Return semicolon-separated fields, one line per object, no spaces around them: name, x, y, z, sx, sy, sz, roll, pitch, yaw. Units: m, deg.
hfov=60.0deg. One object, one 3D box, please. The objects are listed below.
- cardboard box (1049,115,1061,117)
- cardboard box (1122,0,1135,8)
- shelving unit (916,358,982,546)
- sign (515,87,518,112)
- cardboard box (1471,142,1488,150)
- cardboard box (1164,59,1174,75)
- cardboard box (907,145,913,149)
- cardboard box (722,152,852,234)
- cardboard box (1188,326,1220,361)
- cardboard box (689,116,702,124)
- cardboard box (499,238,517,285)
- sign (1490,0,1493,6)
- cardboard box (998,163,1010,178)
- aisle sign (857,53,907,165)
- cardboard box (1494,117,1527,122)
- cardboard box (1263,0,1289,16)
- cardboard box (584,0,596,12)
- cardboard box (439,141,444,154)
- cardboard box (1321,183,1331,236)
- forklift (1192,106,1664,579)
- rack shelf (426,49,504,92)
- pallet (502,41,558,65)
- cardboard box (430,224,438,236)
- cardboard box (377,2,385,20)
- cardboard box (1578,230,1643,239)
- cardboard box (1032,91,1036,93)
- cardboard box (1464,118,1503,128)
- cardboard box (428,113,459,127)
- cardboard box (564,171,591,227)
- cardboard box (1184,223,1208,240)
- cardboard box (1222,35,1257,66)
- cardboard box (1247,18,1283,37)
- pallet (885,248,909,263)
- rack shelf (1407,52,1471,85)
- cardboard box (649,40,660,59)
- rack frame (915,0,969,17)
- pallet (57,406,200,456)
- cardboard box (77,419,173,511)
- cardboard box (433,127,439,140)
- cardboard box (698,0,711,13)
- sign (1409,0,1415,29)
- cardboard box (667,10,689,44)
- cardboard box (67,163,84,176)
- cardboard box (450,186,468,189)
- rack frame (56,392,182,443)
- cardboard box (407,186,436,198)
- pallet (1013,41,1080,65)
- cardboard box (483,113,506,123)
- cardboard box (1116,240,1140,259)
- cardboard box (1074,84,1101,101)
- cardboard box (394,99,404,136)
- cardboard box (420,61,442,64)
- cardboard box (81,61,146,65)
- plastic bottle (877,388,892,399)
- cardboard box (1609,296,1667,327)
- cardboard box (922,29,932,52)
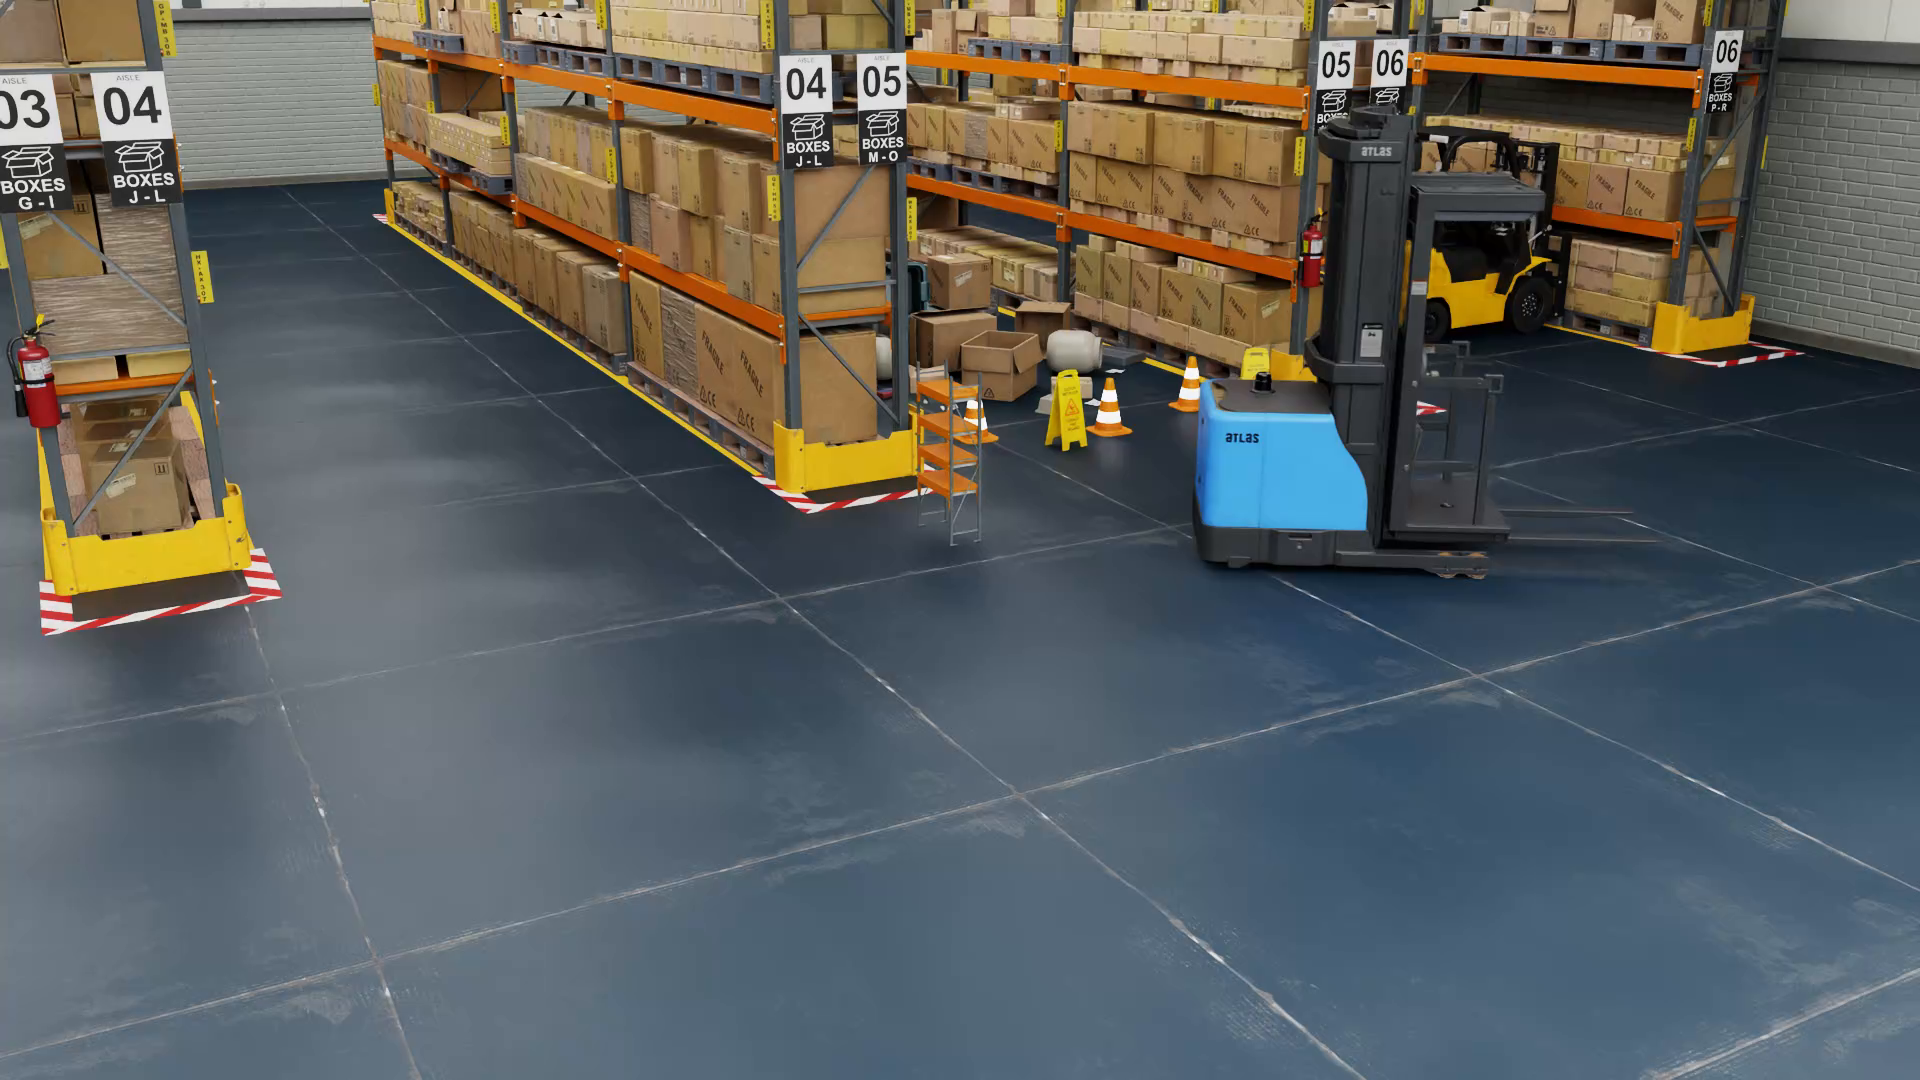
cardboard box;1.110;-4.708;19.422;0.500;0.500;0.500;-10;21;-27
cardboard box;2.648;-8.020;24.808;0.380;0.149;0.250;-10;21;-26
shelving unit;-0.079;-0.615;11.573;0.258;1.200;0.503;-10;21;-27
sign;-6.079;-5.989;22.615;0.100;0.325;0.005;-10;21;-27
cardboard box;6.152;-4.619;19.271;0.380;0.149;0.250;-9;21;-25
cardboard box;2.206;-4.583;16.100;0.380;0.149;0.250;-10;21;-26
cardboard box;-0.812;-5.268;21.762;0.500;0.250;0.500;-10;21;-27
cardboard box;-1.352;-2.748;13.111;0.875;0.550;0.550;-10;21;-27
cardboard box;2.581;-1.945;16.241;0.500;0.250;0.500;-10;21;-26
cardboard box;-4.182;-7.164;27.641;0.500;0.500;0.500;-10;21;-27
cardboard box;-5.209;-3.372;19.994;0.500;0.500;0.500;-10;21;-27
sign;6.395;-6.410;20.098;0.100;0.325;0.005;-10;21;-27
cardboard box;0.666;-4.259;19.115;0.380;0.149;0.250;-10;21;-26
aisle sign;-0.570;-3.165;12.221;0.394;0.787;0.004;-10;21;-27
cardboard box;6.545;-4.922;19.692;0.380;0.149;0.250;-10;22;-27
cardboard box;4.465;-7.109;22.084;0.700;0.500;0.500;-10;22;-28
cardboard box;-3.595;-5.462;17.314;0.500;0.500;0.500;-10;21;-27
cardboard box;-6.532;-5.100;21.553;0.380;0.149;0.250;-10;21;-26
cardboard box;3.460;-3.073;15.329;0.500;0.500;0.500;-10;22;-27
forklift;3.139;-1.311;10.937;3.031;2.935;1.130;1;19;4
rack shelf;-5.616;-5.859;20.516;1.077;0.370;4.000;-10;21;-27
pallet;-4.314;-5.359;18.254;1.213;0.211;1.003;-9;21;-24
cardboard box;-7.284;-4.419;23.567;0.380;0.149;0.250;-11;22;-28
cardboard box;-8.237;-7.771;24.418;0.500;0.250;0.500;-10;22;-27
cardboard box;7.277;-3.303;18.643;0.500;0.250;0.500;-10;21;-27
cardboard box;1.136;-7.757;29.286;0.500;0.250;0.500;-9;21;-25
cardboard box;6.131;-4.848;19.480;0.380;0.149;0.250;-10;22;-28
cardboard box;-6.784;-5.532;21.893;0.380;0.149;0.250;-9;21;-24
cardboard box;-3.730;-3.504;17.035;0.500;0.500;0.500;-10;21;-26
cardboard box;2.406;-3.018;16.164;0.380;0.149;0.250;-10;22;-27
cardboard box;2.734;-4.446;15.092;0.500;0.250;0.500;-10;22;-27
cardboard box;2.794;-4.584;14.881;0.380;0.149;0.250;-10;22;-27
pallet;-0.666;-3.922;22.675;1.003;0.211;1.213;-10;21;-27
rack shelf;4.958;-6.276;21.726;1.077;0.370;4.000;-10;21;-27
cardboard box;-2.409;-4.155;14.063;0.380;0.149;0.250;-10;22;-28
rack frame;-0.358;-7.839;20.552;1.000;3.000;0.127;-10;21;-27
pallet;-6.830;-0.814;13.666;1.003;0.211;1.213;-10;21;-27
cardboard box;-5.877;-0.536;11.775;0.500;0.500;0.500;-4;20;-12
cardboard box;-6.659;-5.317;21.727;0.380;0.149;0.250;-10;22;-28
cardboard box;-1.807;-4.168;12.878;0.380;0.149;0.250;-10;21;-26
sign;3.918;-4.621;14.487;0.100;0.325;0.005;-10;21;-27
cardboard box;-2.060;-4.174;13.507;0.500;0.250;0.500;-10;21;-26
cardboard box;-6.467;-2.383;11.796;0.500;0.500;0.500;-10;21;-27
cardboard box;-7.444;-5.234;25.017;0.380;0.149;0.250;-9;21;-25
rack frame;-7.180;-2.319;13.754;1.000;3.000;0.127;-10;21;-27
cardboard box;-8.081;-5.221;24.979;0.380;0.149;0.250;-11;22;-29
pallet;1.342;-5.377;18.306;1.213;0.211;1.003;-10;21;-27
cardboard box;-6.075;-5.554;21.958;0.380;0.149;0.250;-11;22;-28
cardboard box;1.836;-3.011;17.185;0.380;0.149;0.250;-9;21;-25
cardboard box;2.142;-6.993;26.502;0.700;0.500;0.500;-9;21;-25
cardboard box;-7.997;-6.227;24.471;0.500;0.500;0.500;-10;21;-26
cardboard box;-7.789;-6.926;24.961;0.500;0.500;0.500;-11;22;-28
cardboard box;-5.541;-3.054;10.902;0.380;0.149;0.250;-9;21;-24
plastic bottle;-0.660;-1.373;15.517;0.133;0.061;0.283;16;25;39
cardboard box;7.306;-2.461;17.735;0.500;0.250;0.500;-10;21;-26
cardboard box;-0.237;-6.167;20.512;0.396;0.266;0.258;-10;21;-27
